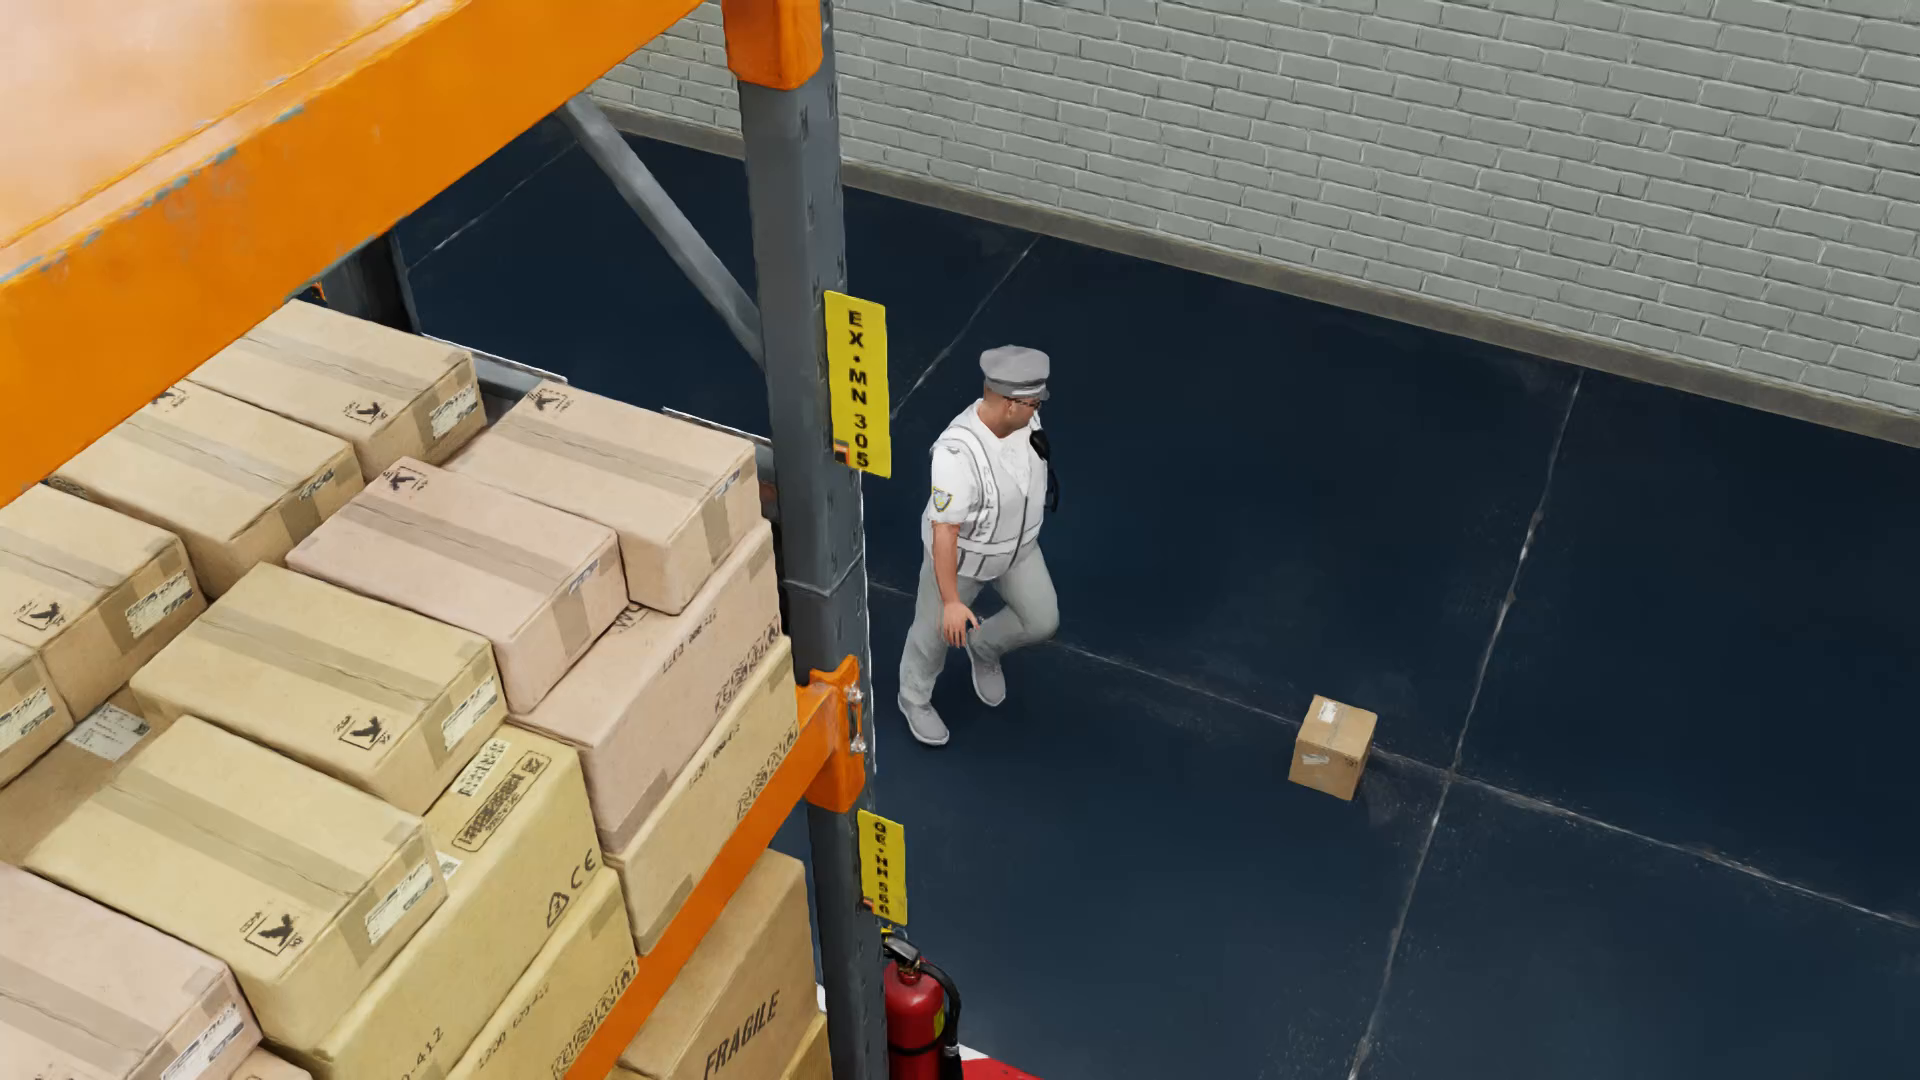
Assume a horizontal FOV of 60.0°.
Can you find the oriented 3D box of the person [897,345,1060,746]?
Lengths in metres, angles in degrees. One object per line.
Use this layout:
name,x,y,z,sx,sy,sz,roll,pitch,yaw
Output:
person,0.075,0.051,6.102,0.626,1.711,0.524,-28,49,-28
